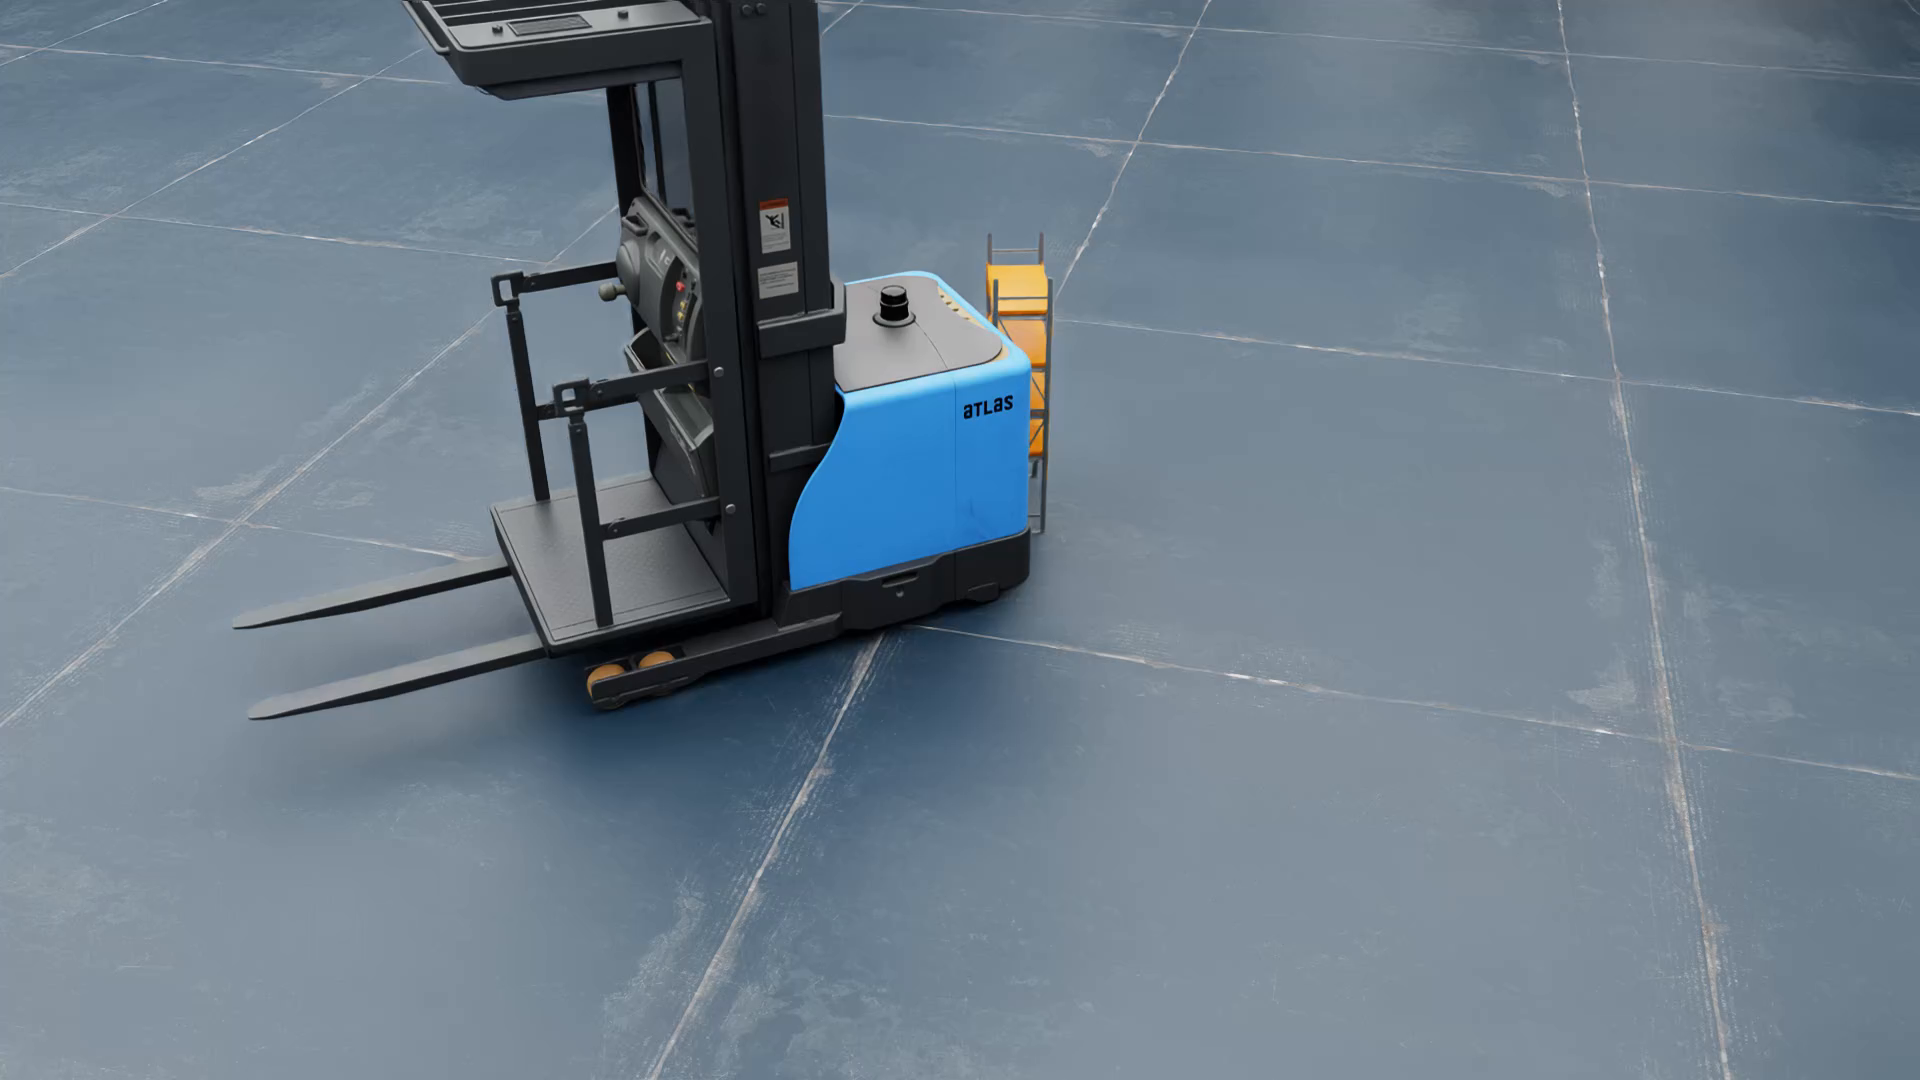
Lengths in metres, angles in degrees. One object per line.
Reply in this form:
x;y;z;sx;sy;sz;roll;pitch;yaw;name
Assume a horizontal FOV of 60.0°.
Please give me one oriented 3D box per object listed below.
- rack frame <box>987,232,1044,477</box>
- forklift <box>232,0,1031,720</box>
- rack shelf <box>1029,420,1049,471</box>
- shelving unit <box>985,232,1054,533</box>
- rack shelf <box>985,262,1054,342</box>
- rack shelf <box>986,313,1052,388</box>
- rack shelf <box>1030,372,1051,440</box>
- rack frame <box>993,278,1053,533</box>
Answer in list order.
0.237;-0.801;7.391;0.240;1.200;0.015;-1;32;-2;rack frame
-1.270;-0.925;5.973;3.031;2.935;1.130;-14;35;-21;forklift
0.245;-0.445;7.328;0.258;0.148;0.480;-1;32;-2;rack shelf
0.245;-0.670;7.185;0.258;1.200;0.503;-1;32;-2;shelving unit
0.245;-1.001;6.974;0.258;0.148;0.480;-1;32;-2;rack shelf
0.245;-0.802;7.101;0.258;0.148;0.480;-1;32;-2;rack shelf
0.245;-0.613;7.221;0.258;0.148;0.480;-1;32;-2;rack shelf
0.253;-0.539;6.979;0.240;1.200;0.015;-1;32;-2;rack frame
